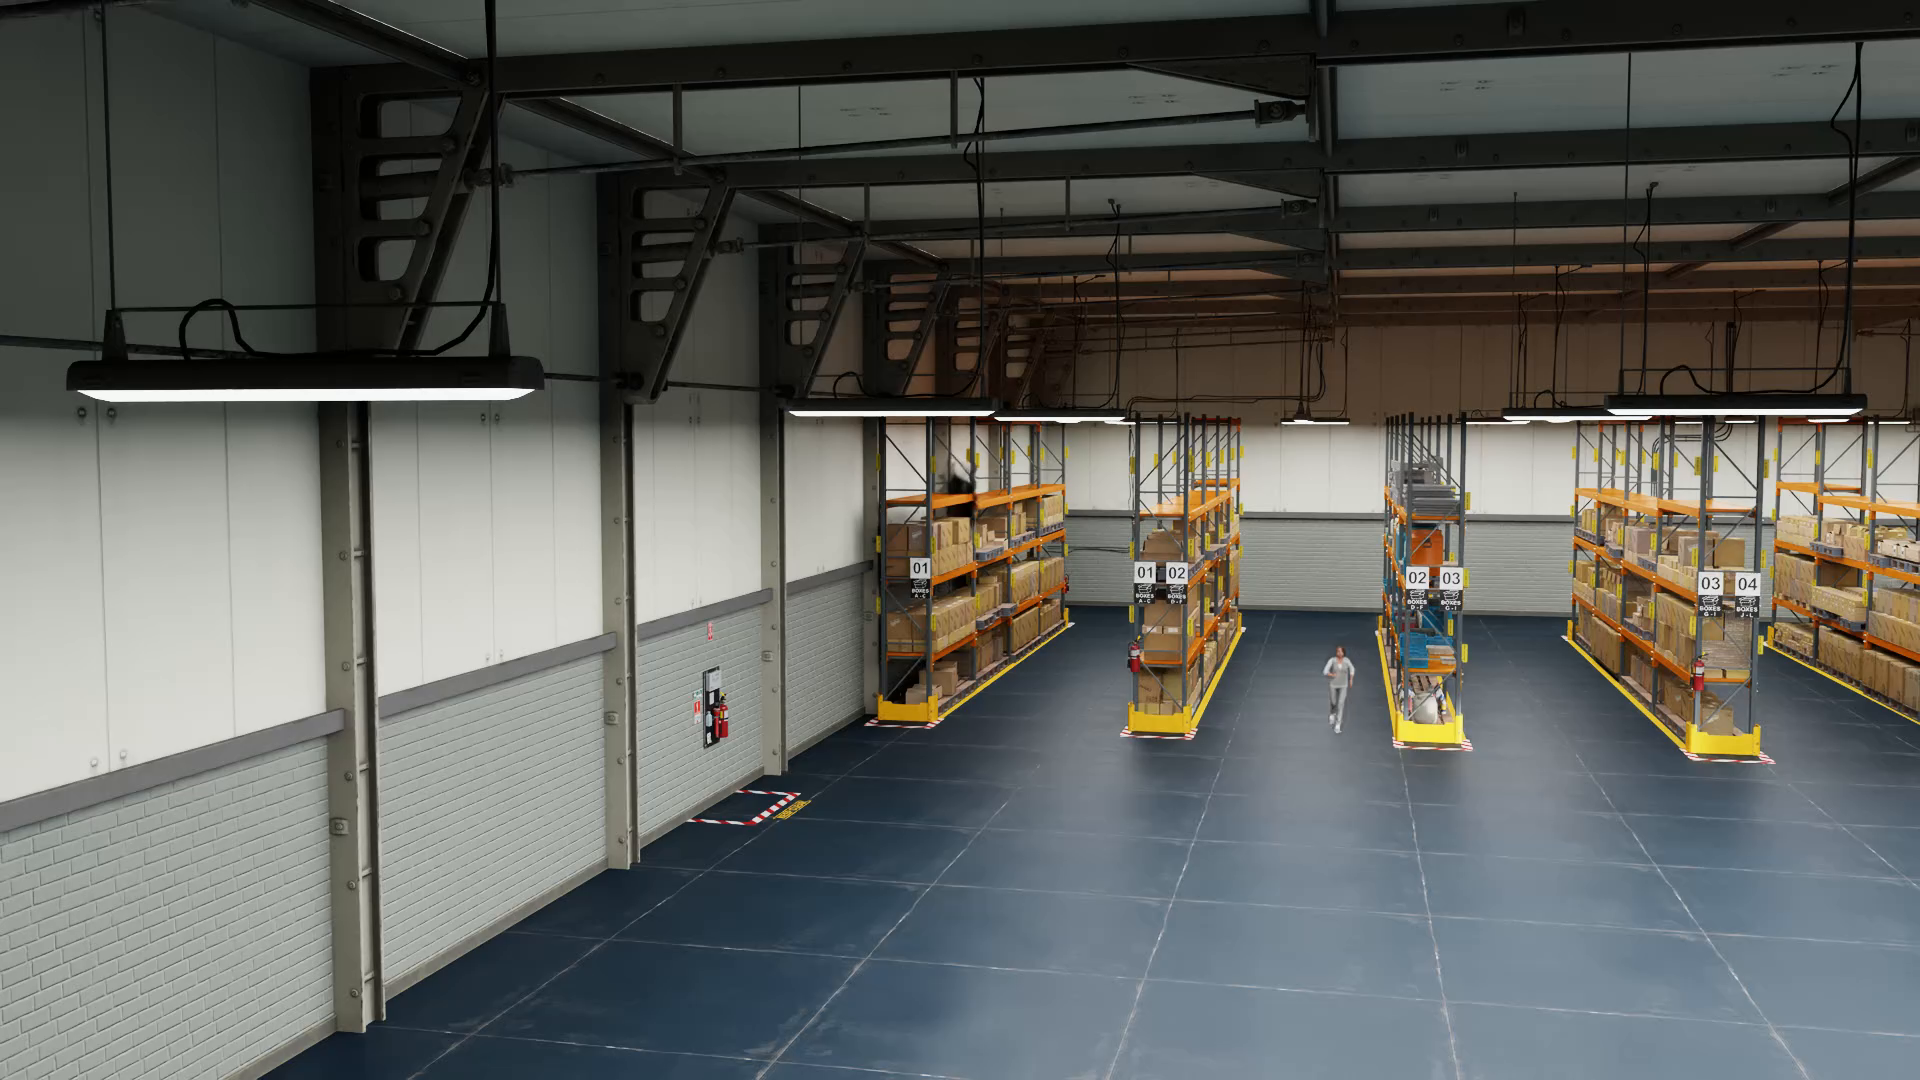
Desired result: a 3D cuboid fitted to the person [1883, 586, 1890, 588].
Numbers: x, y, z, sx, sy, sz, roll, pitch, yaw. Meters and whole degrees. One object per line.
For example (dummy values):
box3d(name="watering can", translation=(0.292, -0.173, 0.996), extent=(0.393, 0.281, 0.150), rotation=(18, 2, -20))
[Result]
box3d(name="person", translation=(23.077, 2.046, 41.427), extent=(0.670, 1.815, 0.834), rotation=(0, 4, 5))

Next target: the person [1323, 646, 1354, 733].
box3d(name="person", translation=(7.159, 2.784, 31.437), extent=(0.585, 1.597, 0.830), rotation=(1, 4, 9))
